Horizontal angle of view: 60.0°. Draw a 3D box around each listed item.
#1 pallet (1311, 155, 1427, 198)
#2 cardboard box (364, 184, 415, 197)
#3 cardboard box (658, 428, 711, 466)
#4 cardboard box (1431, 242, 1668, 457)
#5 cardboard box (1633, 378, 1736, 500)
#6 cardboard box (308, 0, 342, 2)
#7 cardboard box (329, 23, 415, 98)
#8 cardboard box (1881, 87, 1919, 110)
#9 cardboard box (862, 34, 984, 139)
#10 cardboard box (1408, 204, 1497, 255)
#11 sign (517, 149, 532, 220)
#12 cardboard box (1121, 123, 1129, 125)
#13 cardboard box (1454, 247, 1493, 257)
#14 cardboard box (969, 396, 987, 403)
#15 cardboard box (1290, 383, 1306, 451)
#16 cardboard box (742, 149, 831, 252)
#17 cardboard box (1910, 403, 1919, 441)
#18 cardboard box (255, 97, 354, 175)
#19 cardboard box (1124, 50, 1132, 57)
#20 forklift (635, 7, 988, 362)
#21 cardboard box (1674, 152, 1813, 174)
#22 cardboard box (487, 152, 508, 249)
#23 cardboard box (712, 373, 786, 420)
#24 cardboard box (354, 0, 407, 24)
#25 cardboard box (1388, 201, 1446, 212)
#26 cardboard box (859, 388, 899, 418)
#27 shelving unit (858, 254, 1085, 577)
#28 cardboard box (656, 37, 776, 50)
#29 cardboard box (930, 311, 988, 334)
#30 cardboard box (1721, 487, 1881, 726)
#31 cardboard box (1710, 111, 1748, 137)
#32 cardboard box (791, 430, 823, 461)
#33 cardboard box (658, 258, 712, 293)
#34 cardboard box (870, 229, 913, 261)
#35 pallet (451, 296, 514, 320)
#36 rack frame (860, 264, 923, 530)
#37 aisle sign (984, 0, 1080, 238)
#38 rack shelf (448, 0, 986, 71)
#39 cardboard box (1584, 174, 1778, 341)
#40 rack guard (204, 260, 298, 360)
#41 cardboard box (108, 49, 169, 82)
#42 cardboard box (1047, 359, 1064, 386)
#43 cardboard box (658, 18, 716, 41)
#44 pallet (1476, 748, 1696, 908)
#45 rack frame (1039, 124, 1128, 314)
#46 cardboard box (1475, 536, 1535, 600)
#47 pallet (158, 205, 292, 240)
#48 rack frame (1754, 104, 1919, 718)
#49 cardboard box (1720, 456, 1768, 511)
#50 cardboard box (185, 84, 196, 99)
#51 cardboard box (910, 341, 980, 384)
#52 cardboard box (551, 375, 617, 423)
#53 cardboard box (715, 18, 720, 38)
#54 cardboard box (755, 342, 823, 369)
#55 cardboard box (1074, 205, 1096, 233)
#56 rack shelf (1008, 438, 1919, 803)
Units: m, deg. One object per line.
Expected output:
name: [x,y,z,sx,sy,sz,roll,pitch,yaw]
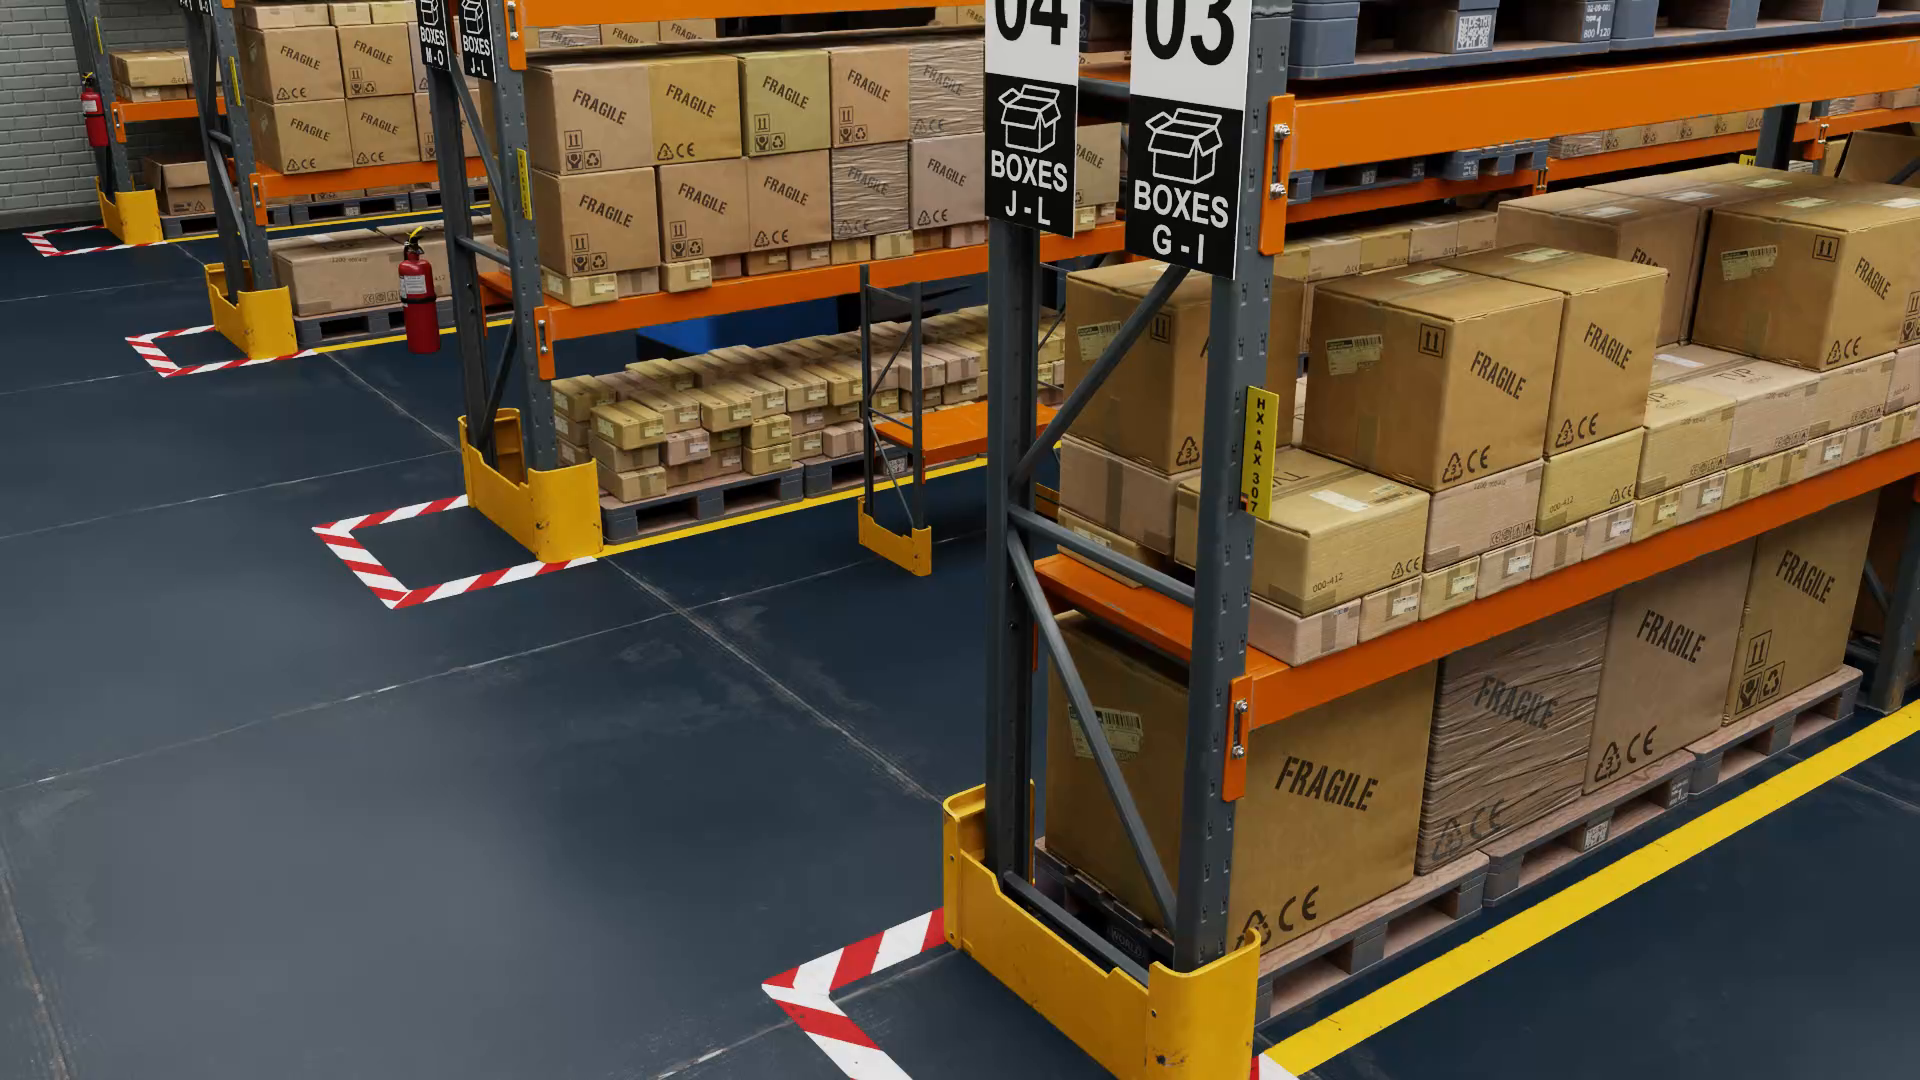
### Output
pallet: [2.516,-2.658,11.769,1.213,0.211,1.003,-15,26,-33]
cardboard box: [-6.159,-3.952,17.559,0.500,0.500,0.700,-16,27,-35]
cardboard box: [-1.565,-0.544,9.090,0.250,0.149,0.380,-15,26,-33]
cardboard box: [1.790,-0.604,5.151,0.500,0.500,0.500,-16,27,-34]
cardboard box: [2.215,-0.370,5.577,0.500,0.250,0.500,-16,27,-34]
cardboard box: [-4.842,-4.017,12.556,0.250,0.149,0.380,-15,26,-33]
cardboard box: [-4.397,-3.566,12.303,0.500,0.500,0.500,-16,27,-34]
cardboard box: [8.578,-4.414,15.708,0.550,0.550,0.875,-15,26,-33]
cardboard box: [-0.212,-2.568,9.399,0.500,0.500,0.500,-14,26,-31]
cardboard box: [3.696,-2.343,12.515,0.500,0.250,0.500,-16,27,-34]
sign: [-2.078,-1.695,7.929,0.005,0.325,0.100,-15,26,-33]
cardboard box: [1.063,-2.822,10.891,0.250,0.149,0.380,-14,25,-30]
cardboard box: [3.717,-2.001,12.669,0.500,0.500,0.500,-15,26,-33]
cardboard box: [0.011,-0.877,10.328,0.250,0.149,0.380,-16,27,-34]
cardboard box: [1.070,-0.305,5.414,0.500,0.250,0.500,-15,26,-34]
cardboard box: [-1.045,-1.881,9.025,0.500,0.500,0.500,-15,26,-32]
cardboard box: [3.610,-0.527,6.508,0.250,0.149,0.380,-15,26,-33]
cardboard box: [-4.811,-2.987,12.201,0.500,0.500,0.500,-15,26,-33]
cardboard box: [1.626,-5.062,16.433,0.500,0.500,0.500,-16,27,-34]
forklift: [-0.852,-2.770,11.883,3.031,2.935,1.130,-18,28,-38]
cardboard box: [6.894,-3.042,14.942,0.750,0.750,1.050,-15,26,-33]
cardboard box: [-2.181,-1.815,8.862,0.500,0.500,0.500,-14,26,-32]
cardboard box: [-1.186,-0.805,9.344,0.250,0.149,0.380,-16,27,-35]
cardboard box: [-4.266,-3.891,12.242,0.250,0.149,0.380,-16,27,-35]
cardboard box: [3.397,-2.494,12.893,0.500,0.250,0.500,-16,27,-35]
cardboard box: [-0.565,-0.859,9.880,0.250,0.149,0.380,-14,25,-30]
shelving unit: [0.062,-0.713,8.660,1.083,1.500,0.587,-15,26,-33]
cardboard box: [-1.341,-2.504,9.239,0.500,0.500,0.500,-13,25,-30]
cardboard box: [0.016,-1.346,10.698,0.250,0.149,0.380,-15,26,-34]
cardboard box: [3.084,0.103,6.892,0.875,0.875,0.875,-15,26,-33]
cardboard box: [6.258,-3.688,13.956,0.500,0.500,0.500,-15,26,-32]
cardboard box: [-0.998,-0.588,9.601,0.250,0.149,0.380,-15,26,-33]
cardboard box: [-1.509,-1.421,8.748,0.250,0.149,0.380,-16,27,-34]
cardboard box: [-0.471,-1.713,9.481,0.250,0.149,0.380,-14,26,-32]
pallet: [-3.775,-2.087,13.843,1.213,0.211,1.003,-15,26,-33]
rack frame: [-0.343,-0.605,8.389,0.032,1.500,0.500,-15,26,-33]
aisle sign: [0.186,-1.224,4.409,0.004,0.787,0.394,-15,26,-33]
rack shelf: [-0.772,-2.948,9.160,4.000,0.370,1.077,-15,26,-33]
cardboard box: [2.724,-1.094,6.379,0.500,0.500,0.500,-15,26,-33]
rack guard: [-5.388,-1.757,12.626,0.348,0.500,1.175,-15,26,-33]
cardboard box: [-8.052,-4.664,16.338,0.500,0.250,0.500,-14,26,-31]
cardboard box: [0.569,-1.105,10.497,0.250,0.149,0.380,-16,27,-35]
cardboard box: [-2.343,-4.115,13.677,0.500,0.500,0.500,-15,26,-33]
pallet: [2.012,0.894,6.371,1.213,0.211,1.003,-15,26,-33]
rack frame: [0.852,-2.322,10.668,0.127,3.000,1.000,-15,26,-33]
cardboard box: [1.526,0.029,5.116,0.250,0.149,0.380,-15,26,-34]
pallet: [-7.562,-3.310,16.907,1.213,0.211,1.003,-15,26,-33]
rack frame: [3.666,-0.808,6.874,0.127,3.000,1.000,-15,26,-33]
cardboard box: [2.567,-0.248,5.810,0.250,0.149,0.380,-15,26,-34]
cardboard box: [-7.471,-4.424,16.275,0.250,0.149,0.380,-15,26,-34]
cardboard box: [-0.089,-1.071,10.012,0.250,0.149,0.380,-16,27,-35]
cardboard box: [-2.114,-0.794,9.317,0.250,0.149,0.380,-15,26,-32]
cardboard box: [-1.905,-4.472,14.573,0.500,0.500,0.500,-14,26,-31]
cardboard box: [-1.029,-1.061,9.986,0.250,0.149,0.380,-16,27,-35]
cardboard box: [0.611,-1.984,10.161,0.250,0.149,0.380,-16,27,-34]
rack shelf: [2.043,-0.041,5.922,4.000,0.370,1.077,-15,26,-33]
